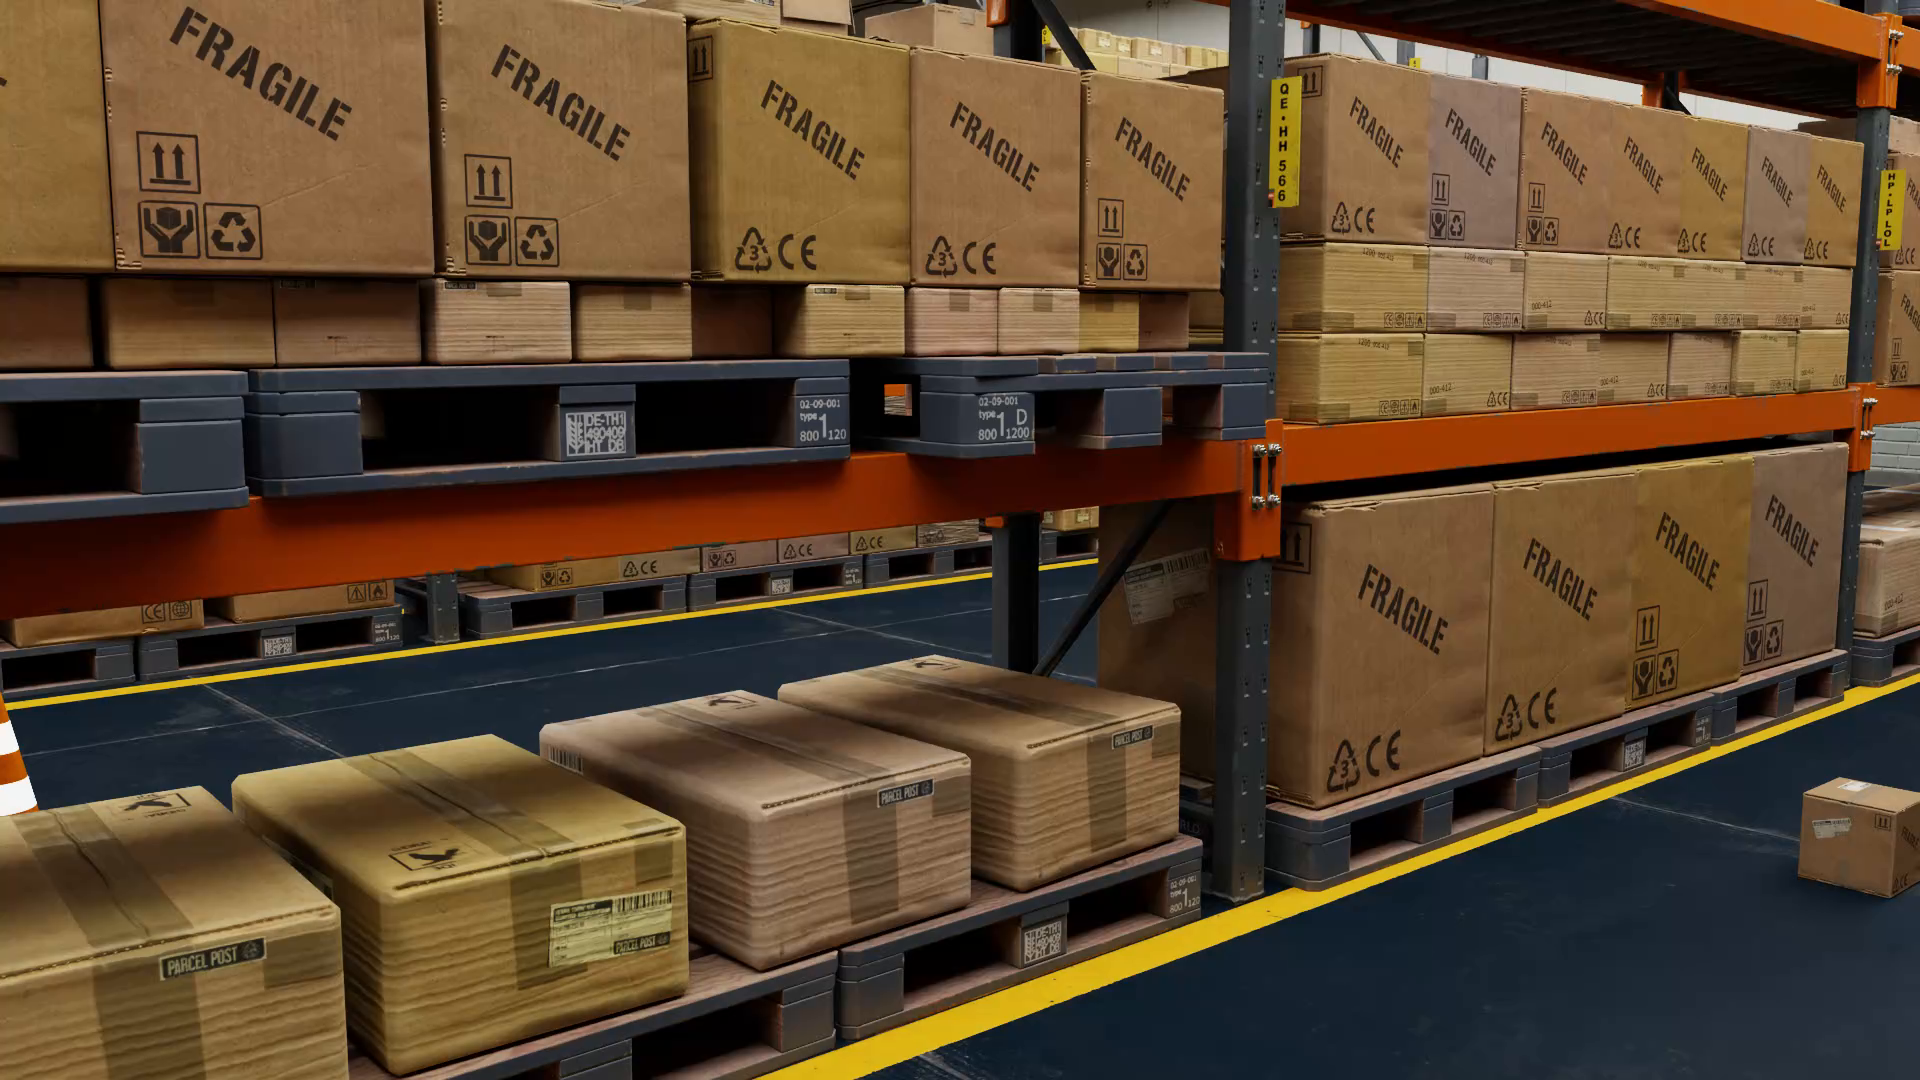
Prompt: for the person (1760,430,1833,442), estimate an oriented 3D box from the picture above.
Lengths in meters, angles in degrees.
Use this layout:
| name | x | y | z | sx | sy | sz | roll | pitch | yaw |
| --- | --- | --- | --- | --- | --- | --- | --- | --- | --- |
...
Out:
| name | x | y | z | sx | sy | sz | roll | pitch | yaw |
| --- | --- | --- | --- | --- | --- | --- | --- | --- | --- |
| person | 5.730 | -0.715 | 11.280 | 1.022 | 1.605 | 0.532 | -5 | 9 | -36 |
